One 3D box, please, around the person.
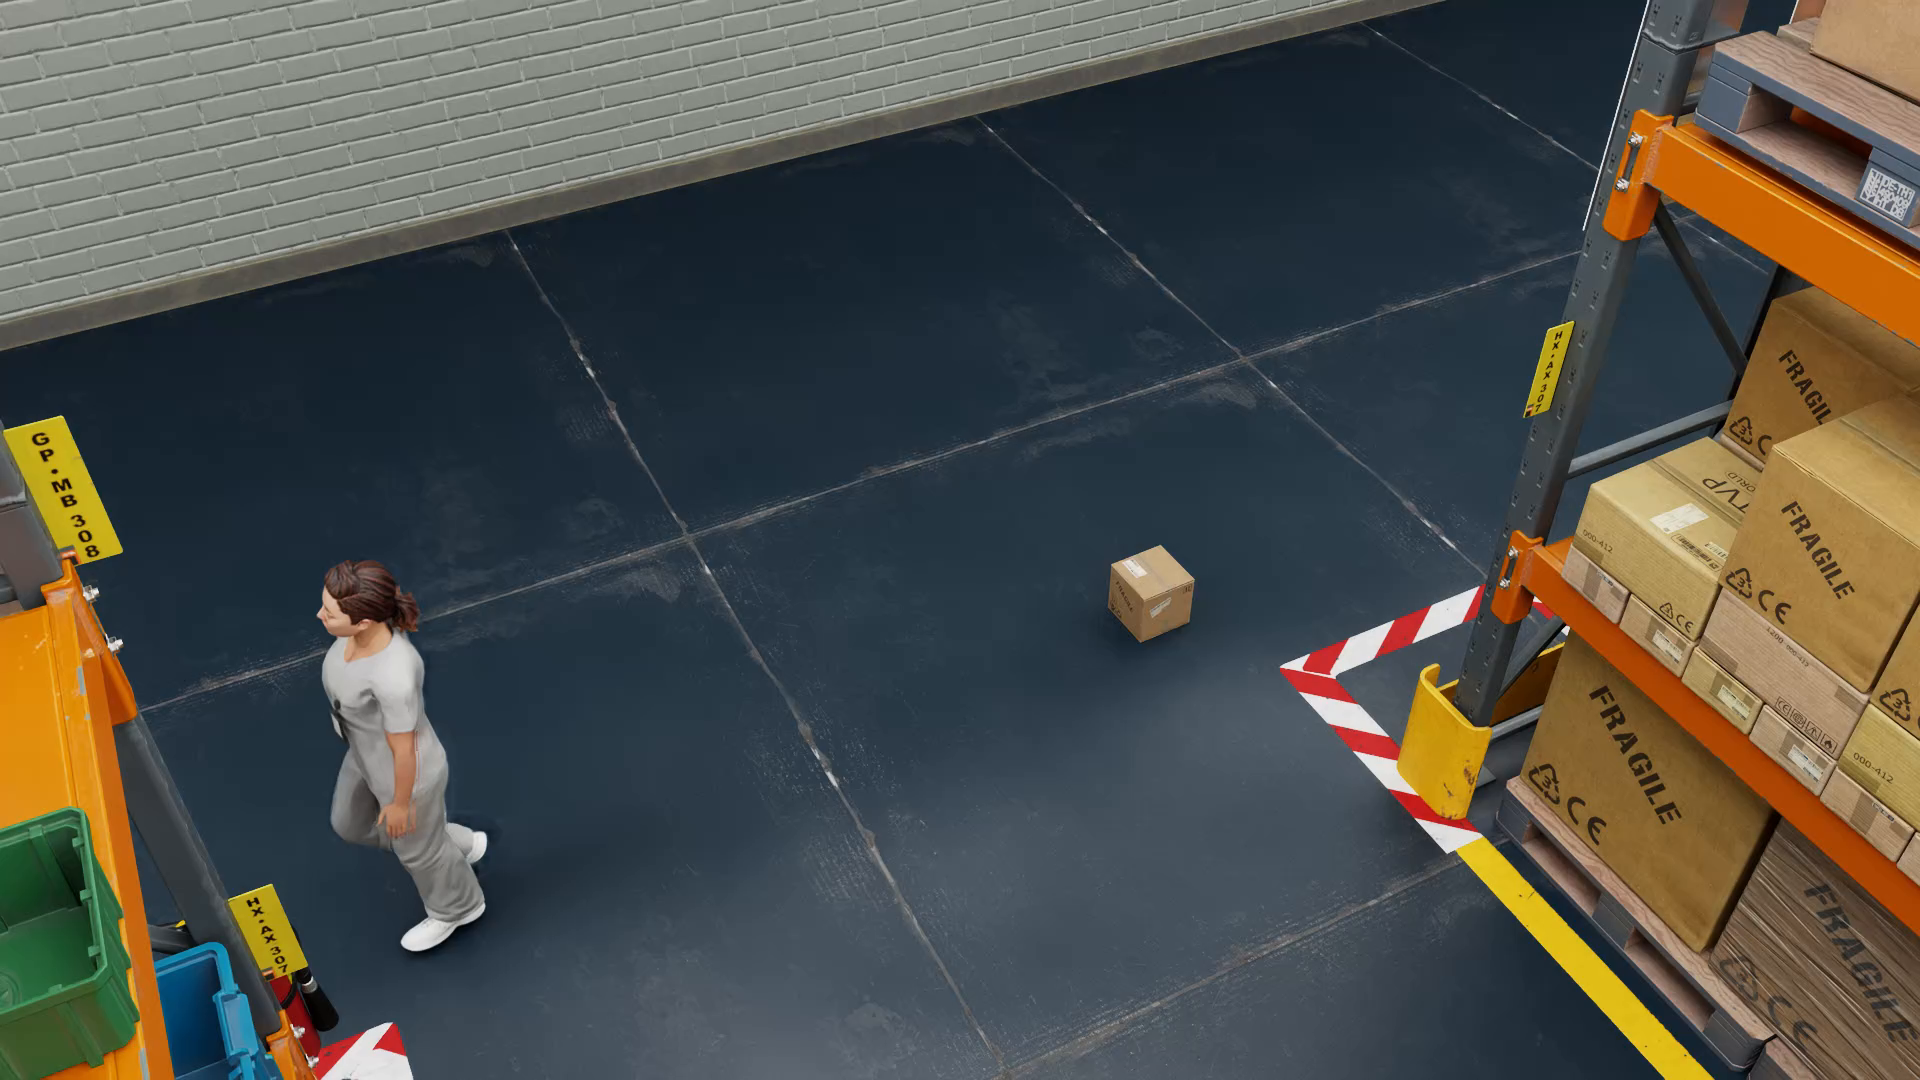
[{"bbox_3d":[-1.813,0.717,5.311,0.456,1.665,0.444,-24,47,-25],"label":"person"}]
